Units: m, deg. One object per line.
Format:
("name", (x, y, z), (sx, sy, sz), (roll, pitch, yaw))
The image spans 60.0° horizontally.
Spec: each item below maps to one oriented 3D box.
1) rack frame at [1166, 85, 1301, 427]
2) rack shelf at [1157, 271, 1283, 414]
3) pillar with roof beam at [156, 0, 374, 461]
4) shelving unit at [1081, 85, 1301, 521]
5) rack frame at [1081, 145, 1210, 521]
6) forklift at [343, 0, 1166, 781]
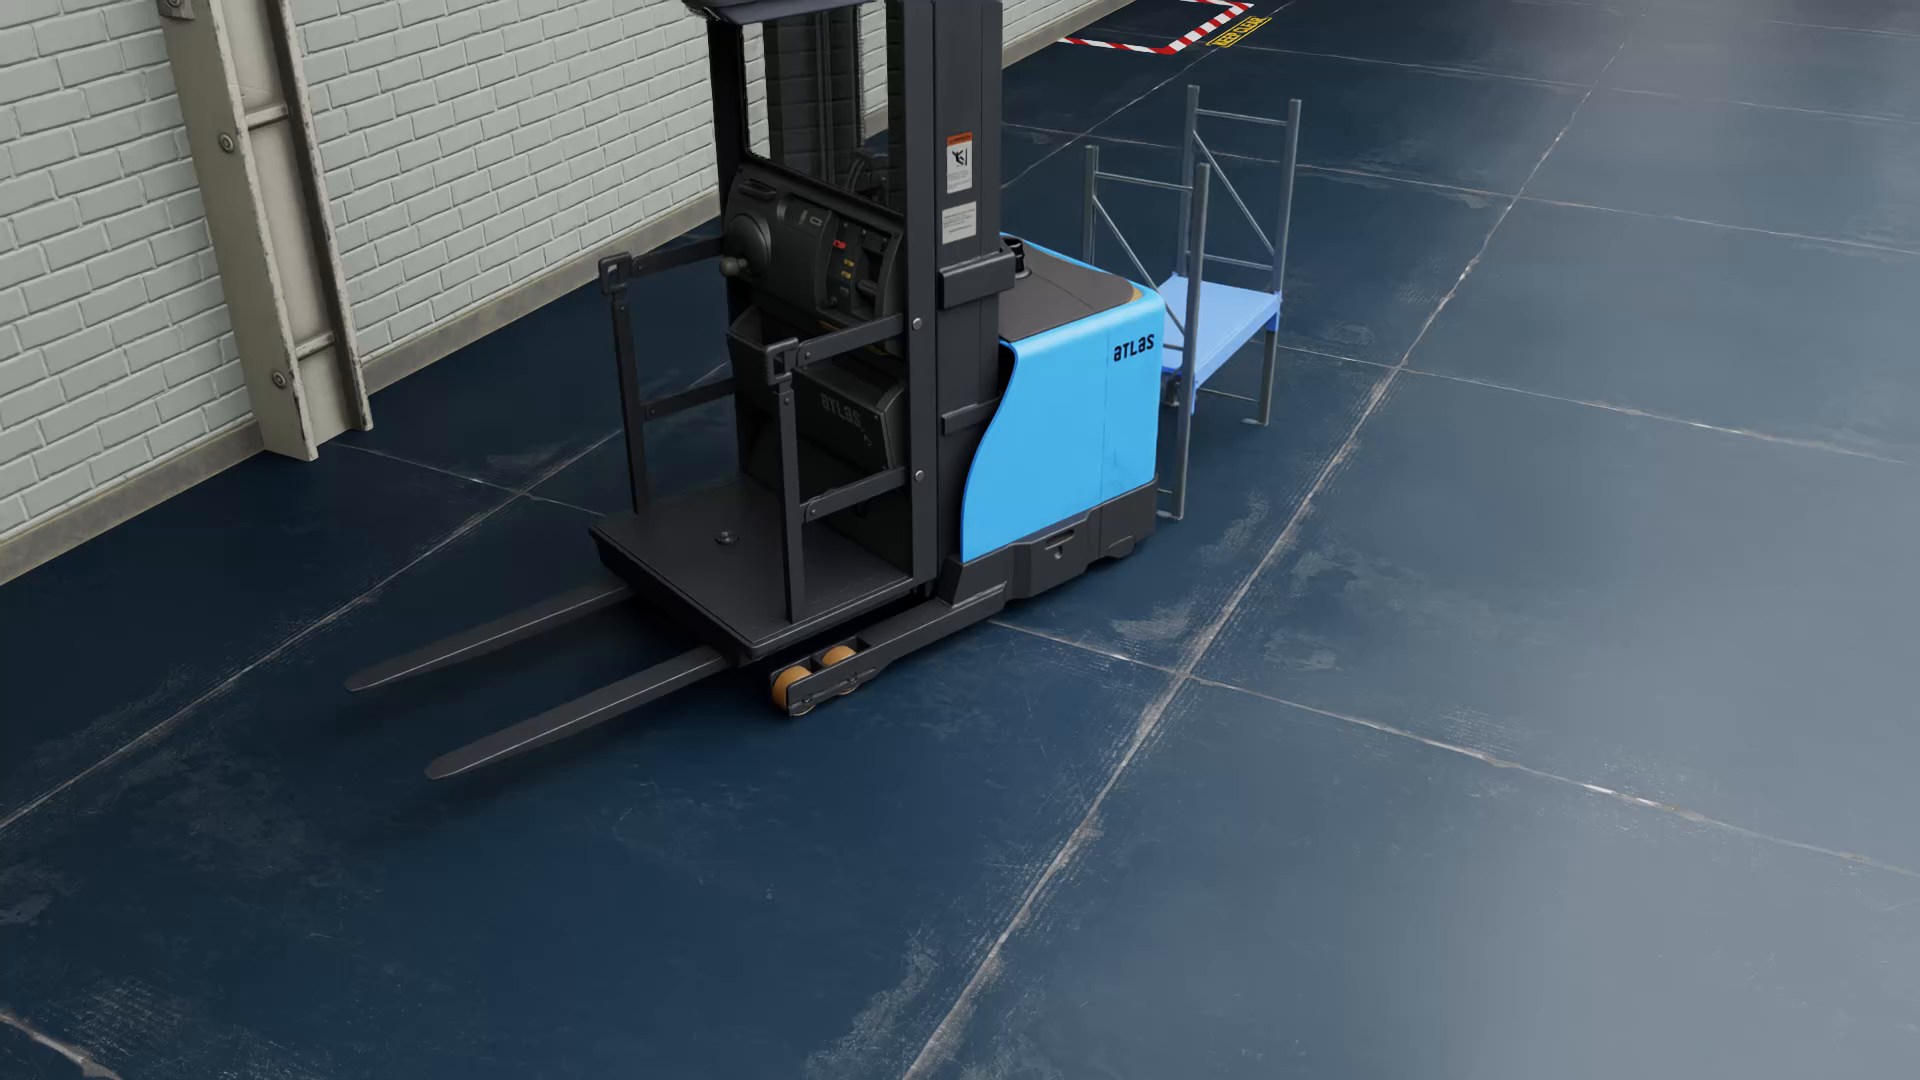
("rack frame", (1.199, -1.239, 7.401), (0.500, 1.500, 0.032), (16, 33, 25))
("rack shelf", (0.950, -0.862, 7.105), (0.538, 0.185, 1.000), (16, 33, 25))
("pillar with roof beam", (0.910, -3.394, 3.625), (9.100, 9.000, 0.400), (14, 33, 23))
("shelving unit", (0.950, -1.018, 7.016), (0.538, 1.500, 1.048), (16, 33, 25))
("rack frame", (0.702, -0.797, 6.631), (0.500, 1.500, 0.032), (16, 33, 25))
("forklift", (-0.666, -0.965, 5.487), (3.031, 2.935, 1.130), (-23, 37, -34))
